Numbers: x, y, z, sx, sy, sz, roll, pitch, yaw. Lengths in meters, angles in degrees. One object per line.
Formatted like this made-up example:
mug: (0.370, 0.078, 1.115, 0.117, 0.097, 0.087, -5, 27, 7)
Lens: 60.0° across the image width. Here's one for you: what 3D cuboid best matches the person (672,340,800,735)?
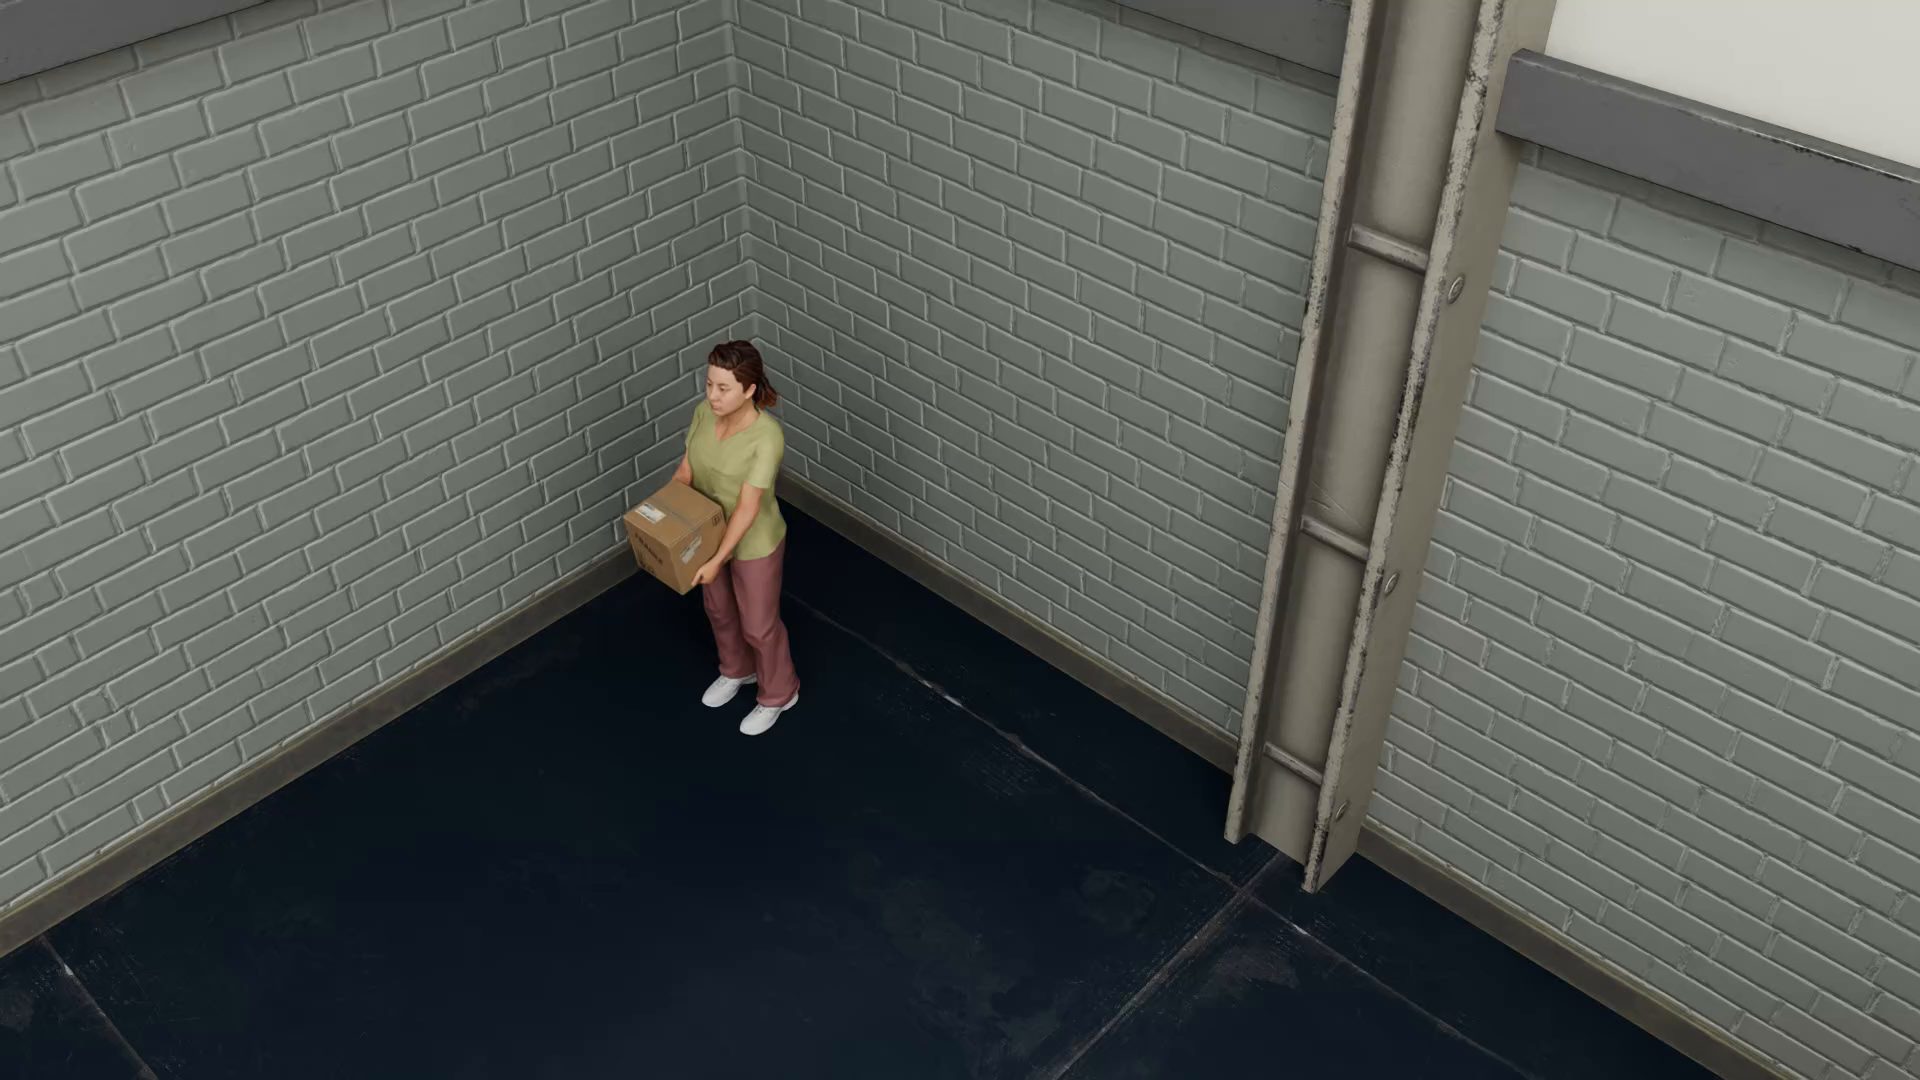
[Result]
person: (-0.859, 0.040, 6.133, 0.420, 1.648, 0.538, 30, 48, 31)
